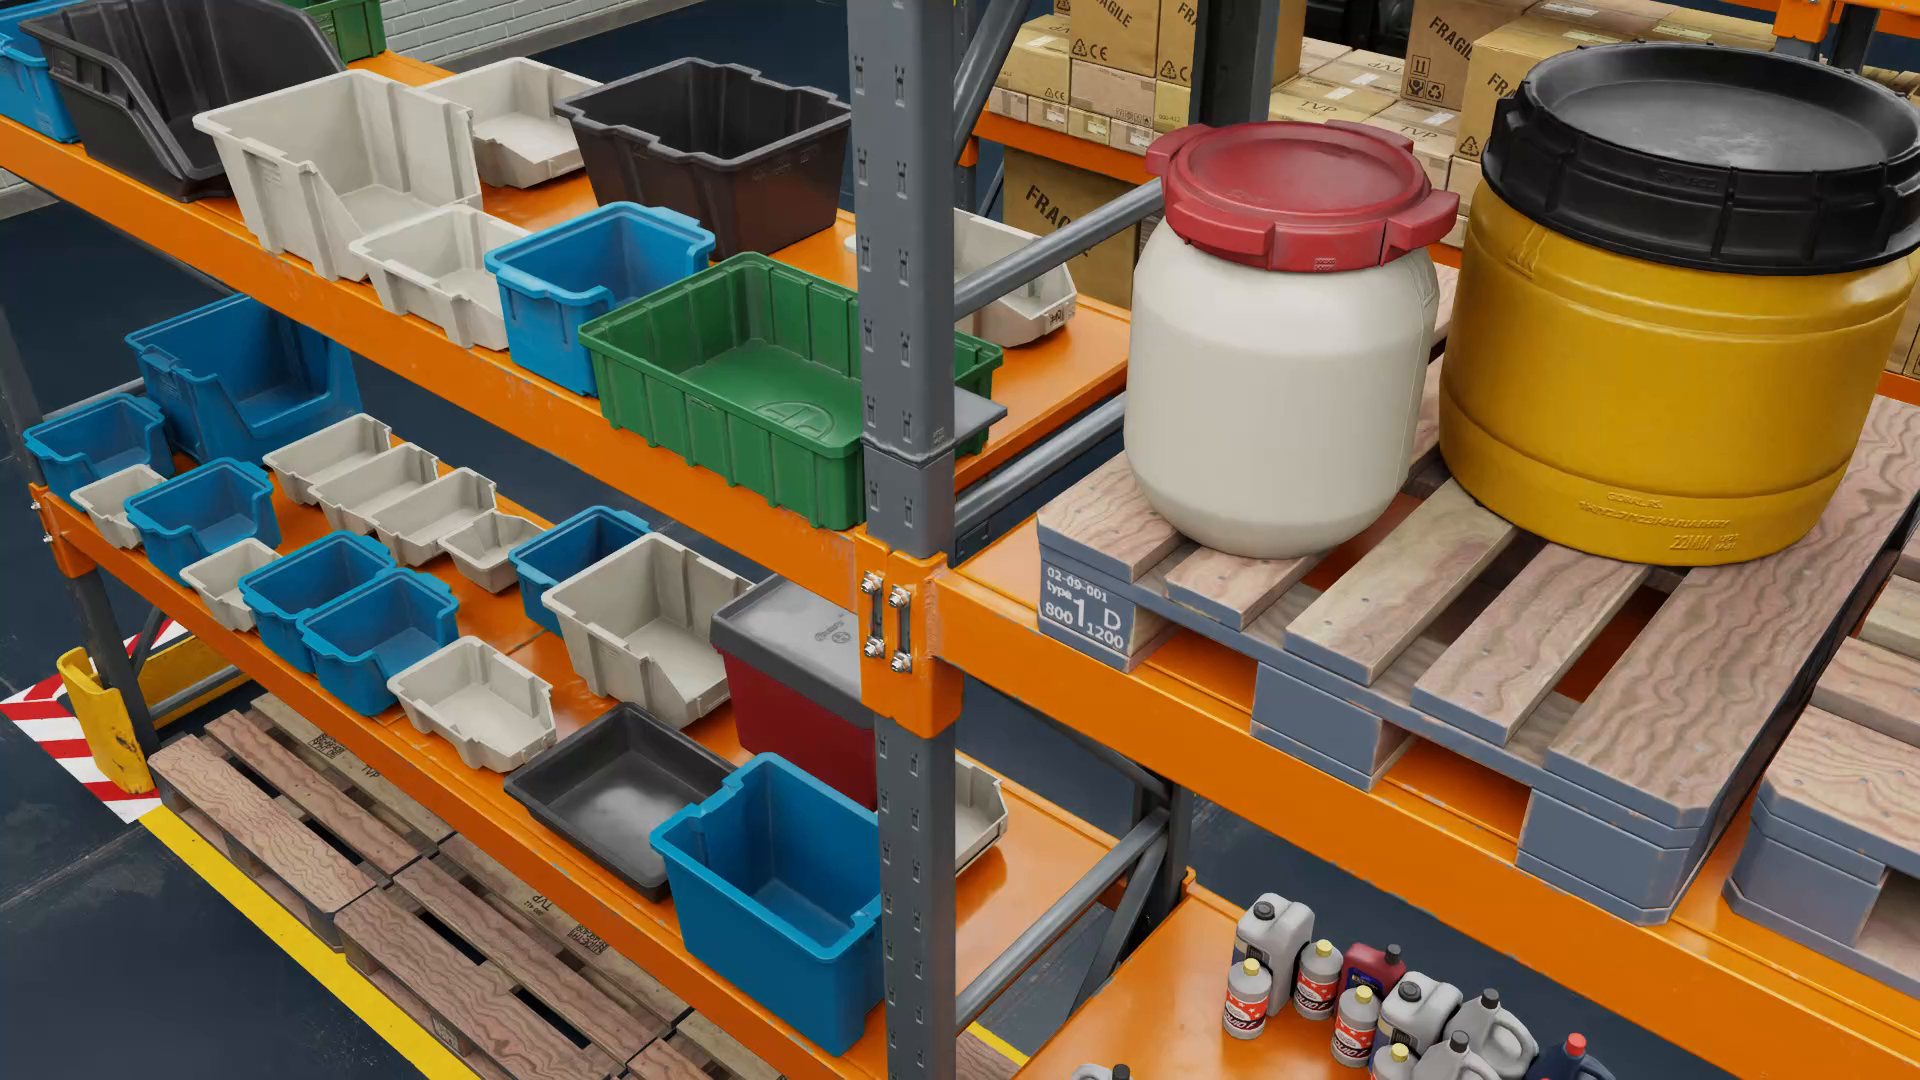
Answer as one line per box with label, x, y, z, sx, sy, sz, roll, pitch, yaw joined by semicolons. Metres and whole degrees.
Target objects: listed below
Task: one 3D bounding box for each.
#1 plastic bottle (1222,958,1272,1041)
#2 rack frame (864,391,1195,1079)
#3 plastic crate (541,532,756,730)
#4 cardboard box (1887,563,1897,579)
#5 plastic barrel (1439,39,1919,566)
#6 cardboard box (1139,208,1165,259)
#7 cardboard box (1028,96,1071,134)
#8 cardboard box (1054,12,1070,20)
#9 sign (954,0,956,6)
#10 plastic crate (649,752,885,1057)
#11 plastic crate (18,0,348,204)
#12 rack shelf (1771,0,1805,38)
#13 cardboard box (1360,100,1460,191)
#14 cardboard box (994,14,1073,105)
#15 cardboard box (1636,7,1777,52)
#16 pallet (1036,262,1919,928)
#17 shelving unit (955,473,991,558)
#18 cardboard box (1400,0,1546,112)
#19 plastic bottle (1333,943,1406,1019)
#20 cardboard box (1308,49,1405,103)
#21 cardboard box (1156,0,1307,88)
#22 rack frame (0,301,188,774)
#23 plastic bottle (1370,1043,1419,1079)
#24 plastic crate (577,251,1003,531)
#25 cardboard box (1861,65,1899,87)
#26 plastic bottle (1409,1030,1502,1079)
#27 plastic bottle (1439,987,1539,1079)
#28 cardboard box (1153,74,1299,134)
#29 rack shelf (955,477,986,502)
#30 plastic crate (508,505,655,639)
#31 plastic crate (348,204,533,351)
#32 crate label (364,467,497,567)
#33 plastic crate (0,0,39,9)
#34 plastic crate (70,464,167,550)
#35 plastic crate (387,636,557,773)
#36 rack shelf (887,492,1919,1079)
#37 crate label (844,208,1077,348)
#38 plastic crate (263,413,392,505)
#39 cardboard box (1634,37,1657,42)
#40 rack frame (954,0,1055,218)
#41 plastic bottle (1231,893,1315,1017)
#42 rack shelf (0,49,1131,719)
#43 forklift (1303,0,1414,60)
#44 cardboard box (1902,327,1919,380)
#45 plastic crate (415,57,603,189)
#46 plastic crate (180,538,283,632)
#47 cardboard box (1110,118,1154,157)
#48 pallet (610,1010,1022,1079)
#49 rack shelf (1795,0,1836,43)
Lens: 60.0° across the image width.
plastic bottle;0.653;1.031;3.774;0.097;0.201;0.097;0;34;0
rack frame;0.208;0.886;3.810;0.127;3.000;1.000;25;42;32
plastic crate;-0.847;0.277;4.749;0.530;0.282;0.437;25;42;32
cardboard box;3.882;-0.343;7.106;0.875;0.875;1.225;25;42;32
plastic barrel;1.040;-0.359;2.436;0.600;0.588;0.600;0;34;0
cardboard box;1.546;-1.488;8.773;0.875;0.875;0.875;25;42;32
cardboard box;0.563;-2.250;8.598;0.250;0.149;0.380;25;41;31
cardboard box;0.846;-2.718;8.928;0.500;0.250;0.500;25;41;31
sign;-0.056;-2.868;8.442;0.005;0.325;0.100;25;42;32
plastic crate;-0.369;0.847;3.828;0.575;0.384;0.392;25;42;32
plastic crate;-1.867;-1.101;4.108;0.767;0.338;0.504;25;42;32
rack shelf;1.840;-2.933;7.357;4.000;0.370;1.077;25;42;32
cardboard box;2.078;-1.747;7.513;0.500;0.250;0.500;26;42;33
cardboard box;0.499;-2.487;8.592;0.500;0.250;0.500;24;41;31
cardboard box;3.173;-1.923;7.108;0.500;0.500;0.500;25;42;32
pallet;0.873;-0.031;2.663;1.003;0.211;1.213;25;42;32
shelving unit;-0.127;-0.555;7.498;0.503;1.200;0.258;25;42;32
cardboard box;2.397;-2.292;7.645;0.500;0.500;0.500;24;41;30
plastic bottle;0.925;1.000;3.747;0.133;0.283;0.061;25;42;32
cardboard box;2.029;-2.163;8.120;0.500;0.250;0.500;25;42;32
cardboard box;1.286;-2.430;7.846;0.500;0.500;0.500;24;41;31
rack frame;-2.866;-0.563;5.920;0.127;3.000;1.000;25;42;32
plastic bottle;0.933;1.163;3.582;0.097;0.201;0.097;0;34;0
plastic crate;-0.311;-0.285;3.053;0.662;0.188;0.450;25;42;32
cardboard box;6.097;-3.044;11.154;0.250;0.149;0.380;25;41;31
plastic bottle;1.032;1.160;3.455;0.185;0.351;0.144;25;42;32
plastic bottle;1.124;1.097;3.547;0.185;0.351;0.144;25;42;32
cardboard box;1.287;-2.118;8.054;0.500;0.250;0.500;24;41;30
rack shelf;-0.127;-0.335;7.648;0.480;0.148;0.258;25;42;32
plastic crate;-1.123;0.114;5.029;0.300;0.233;0.416;25;42;32
plastic crate;-1.013;-0.537;3.465;0.466;0.136;0.293;25;42;32
crate label;-1.680;-0.061;5.369;0.243;0.136;0.396;25;42;32
plastic crate;-2.748;-1.485;4.728;0.590;0.269;0.497;25;42;32
plastic crate;-2.693;-0.094;5.417;0.298;0.136;0.250;25;42;32
plastic crate;-1.322;0.470;4.596;0.466;0.136;0.293;25;42;32
rack shelf;1.745;0.671;2.110;4.000;0.370;1.077;25;42;32
crate label;0.017;-0.545;3.477;0.466;0.136;0.293;25;42;32
plastic crate;-2.123;-0.262;5.662;0.243;0.136;0.396;25;42;32
cardboard box;2.853;-1.689;6.767;0.500;0.500;0.500;27;42;33
rack frame;0.303;-2.718;9.058;0.127;3.000;1.000;25;42;32
plastic bottle;0.718;0.939;3.842;0.135;0.276;0.152;25;42;32
rack shelf;-1.329;-0.778;4.219;4.000;0.370;1.077;25;42;32
forklift;2.872;-3.229;9.863;3.031;2.935;1.130;24;41;31
cardboard box;3.958;-0.853;6.254;0.500;0.500;0.500;25;42;32
plastic crate;-1.119;-1.050;4.213;0.530;0.136;0.437;25;42;32
plastic crate;-2.172;0.152;5.059;0.298;0.136;0.250;25;42;32
cardboard box;0.961;-2.063;8.326;0.250;0.149;0.380;25;41;31
pallet;-0.382;1.786;4.963;1.213;0.211;1.003;25;42;32
rack shelf;4.914;-1.484;5.248;4.000;0.370;1.077;25;42;32
